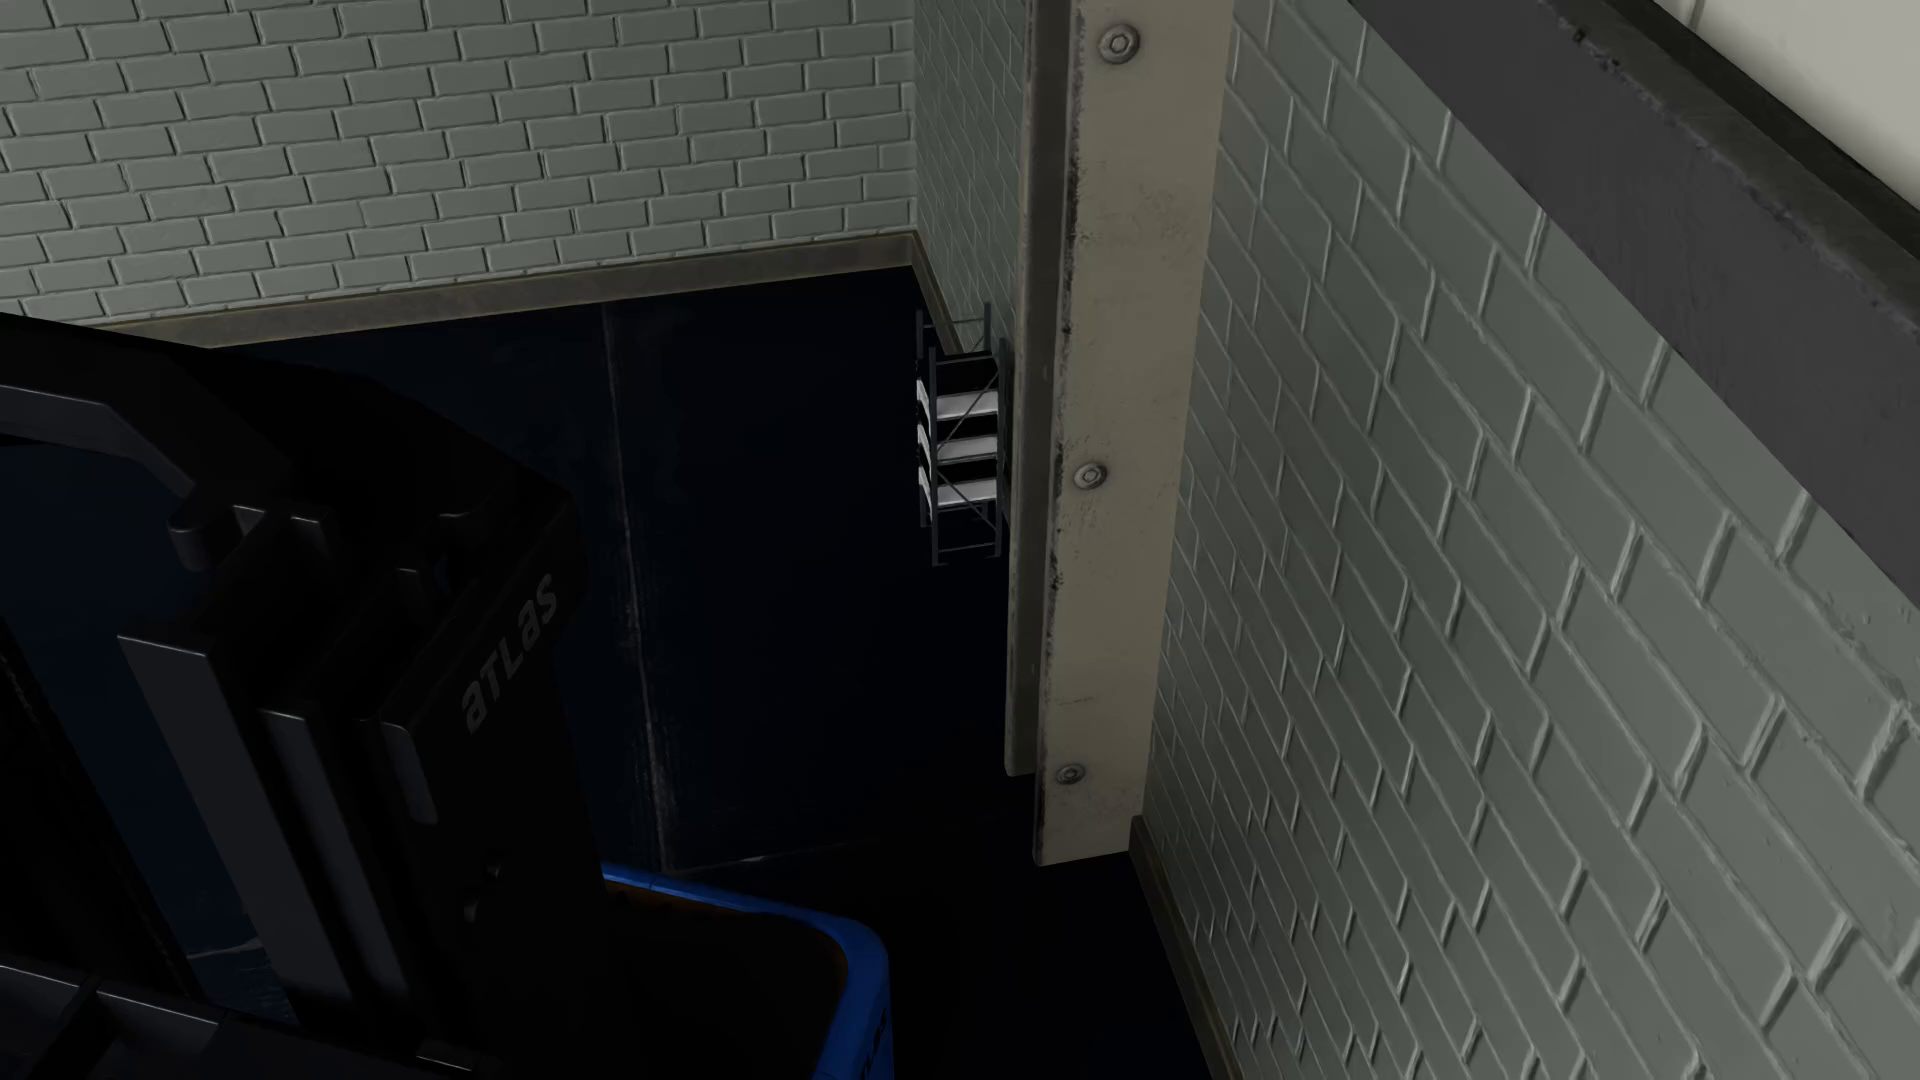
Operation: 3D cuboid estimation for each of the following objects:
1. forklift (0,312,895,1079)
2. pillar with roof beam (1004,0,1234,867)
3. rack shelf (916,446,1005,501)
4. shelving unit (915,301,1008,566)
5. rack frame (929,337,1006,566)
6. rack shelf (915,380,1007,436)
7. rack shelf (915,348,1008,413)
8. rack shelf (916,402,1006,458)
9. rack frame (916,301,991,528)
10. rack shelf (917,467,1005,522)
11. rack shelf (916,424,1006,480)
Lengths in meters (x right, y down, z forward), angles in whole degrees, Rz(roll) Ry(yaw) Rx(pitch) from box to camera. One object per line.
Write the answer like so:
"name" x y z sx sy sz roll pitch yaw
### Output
"forklift" -1.010 1.328 2.046 1.130 2.935 3.031 10 43 11
"pillar with roof beam" -3.880 -1.974 1.195 9.100 9.000 0.400 -8 42 -9
"rack shelf" 0.002 -0.239 5.527 0.258 0.077 0.200 -8 42 -9
"shelving unit" 0.002 -0.331 5.445 0.258 0.900 0.210 -8 42 -9
"rack frame" 0.024 -0.265 5.371 0.240 0.900 0.006 -8 42 -9
"rack shelf" 0.002 -0.441 5.348 0.258 0.077 0.200 -8 42 -9
"rack shelf" 0.002 -0.508 5.288 0.258 0.077 0.200 -8 42 -9
"rack shelf" 0.002 -0.374 5.408 0.258 0.077 0.200 -8 42 -9
"rack frame" -0.020 -0.397 5.520 0.240 0.900 0.006 -8 42 -9
"rack shelf" 0.002 -0.172 5.587 0.258 0.077 0.200 -8 42 -9
"rack shelf" 0.002 -0.306 5.467 0.258 0.077 0.200 -8 42 -9
